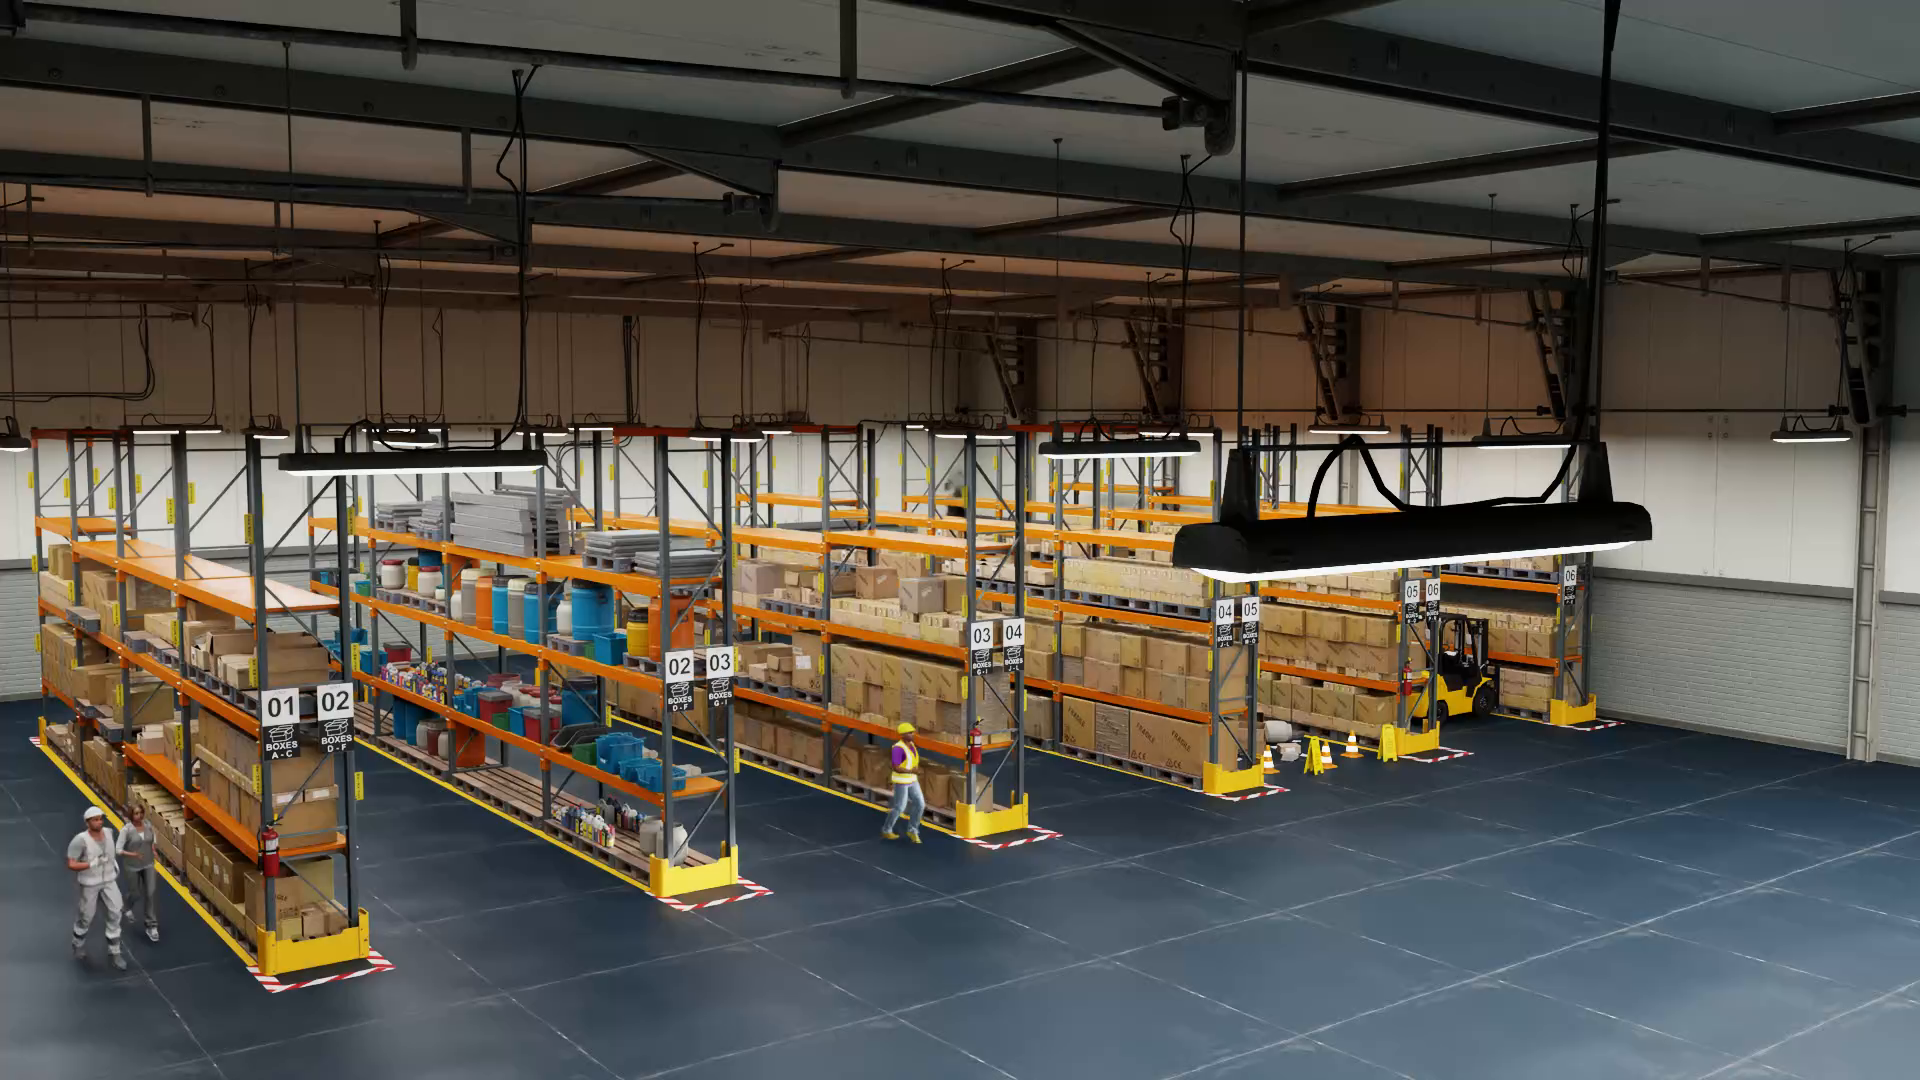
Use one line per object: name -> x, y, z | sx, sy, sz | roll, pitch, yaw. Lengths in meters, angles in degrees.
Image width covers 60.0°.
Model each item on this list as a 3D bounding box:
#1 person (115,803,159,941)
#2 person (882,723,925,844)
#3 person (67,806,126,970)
person -> -9.884, 3.954, 20.004 | 0.538, 1.605, 0.877 | -4, 6, -45
person -> -0.784, 3.568, 24.227 | 0.746, 1.843, 0.725 | 3, 5, 29
person -> -9.847, 3.937, 18.920 | 0.836, 1.846, 0.662 | 3, 6, 36
